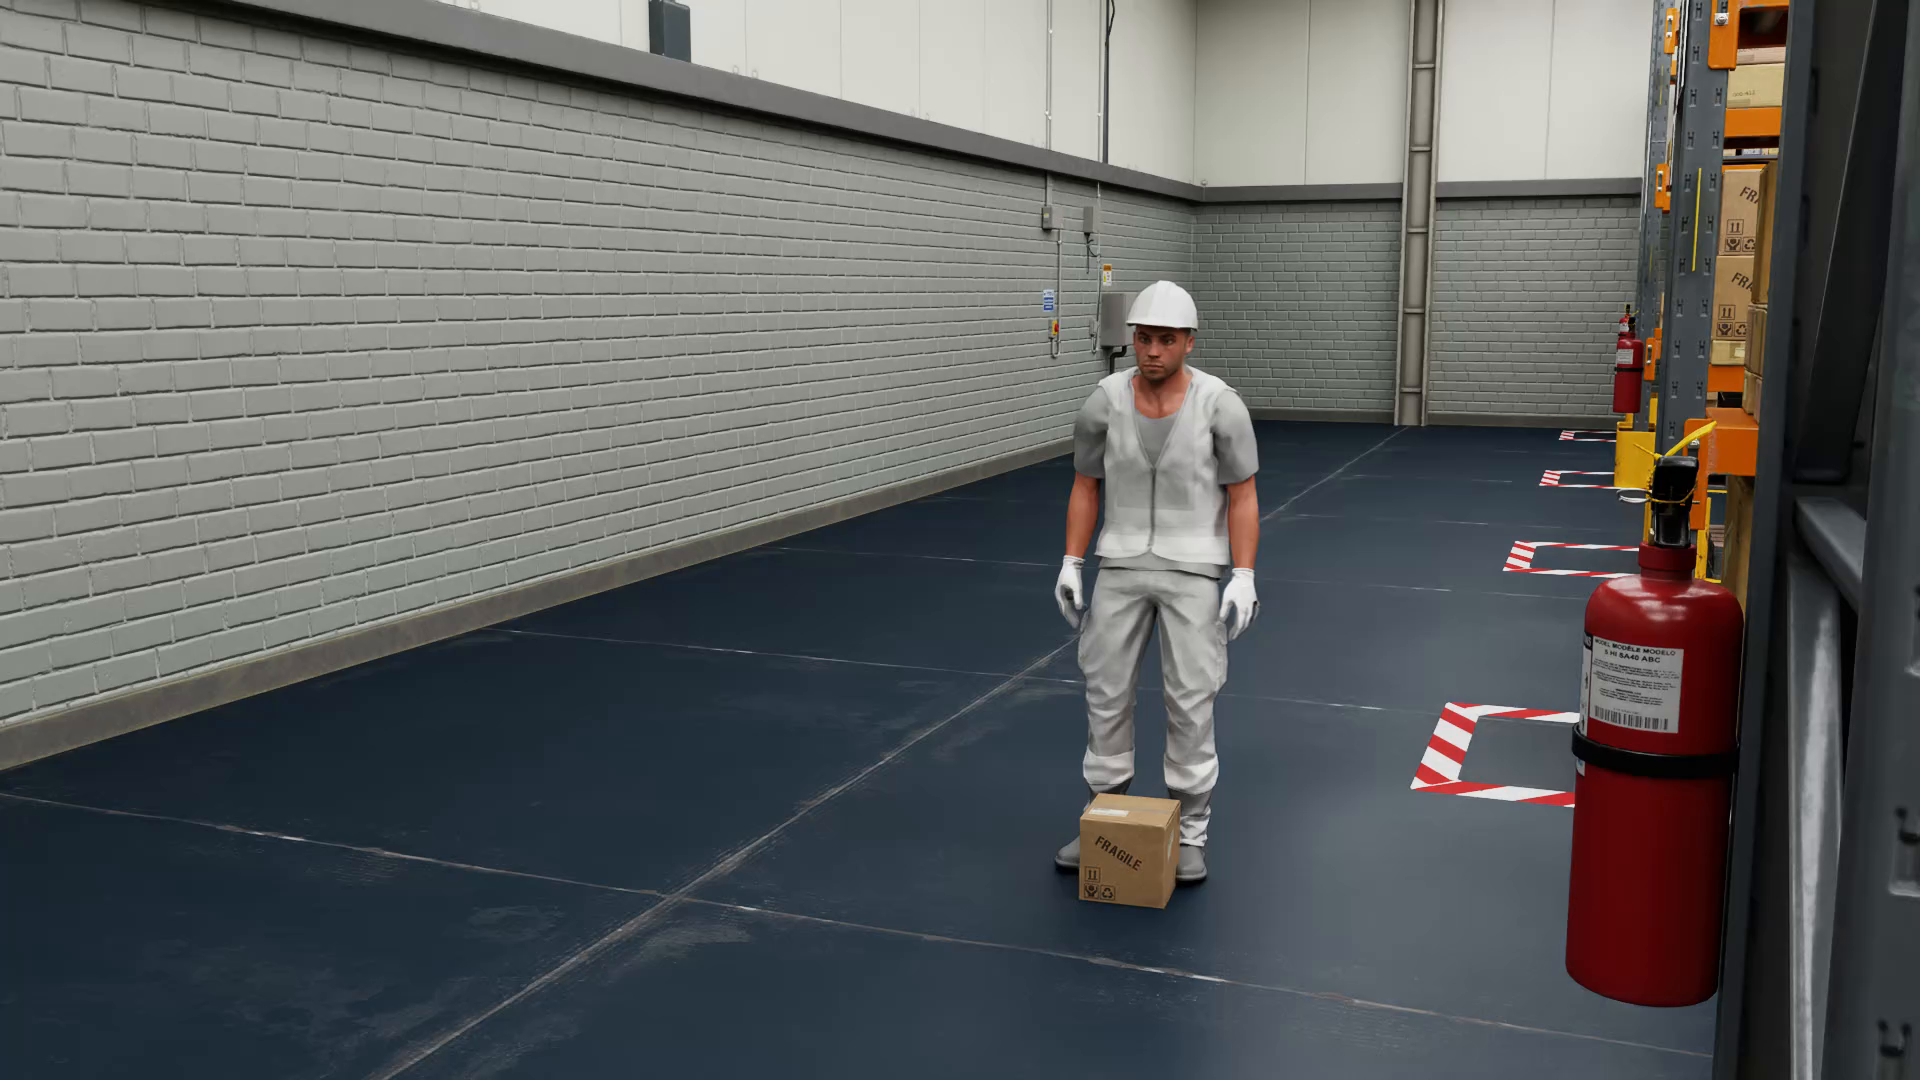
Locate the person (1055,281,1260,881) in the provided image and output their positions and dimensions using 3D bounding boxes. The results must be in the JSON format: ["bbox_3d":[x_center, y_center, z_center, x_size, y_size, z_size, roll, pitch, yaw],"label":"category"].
[{"bbox_3d":[0.586,0.125,4.973,0.617,1.778,0.456,3,9,20],"label":"person"}]
